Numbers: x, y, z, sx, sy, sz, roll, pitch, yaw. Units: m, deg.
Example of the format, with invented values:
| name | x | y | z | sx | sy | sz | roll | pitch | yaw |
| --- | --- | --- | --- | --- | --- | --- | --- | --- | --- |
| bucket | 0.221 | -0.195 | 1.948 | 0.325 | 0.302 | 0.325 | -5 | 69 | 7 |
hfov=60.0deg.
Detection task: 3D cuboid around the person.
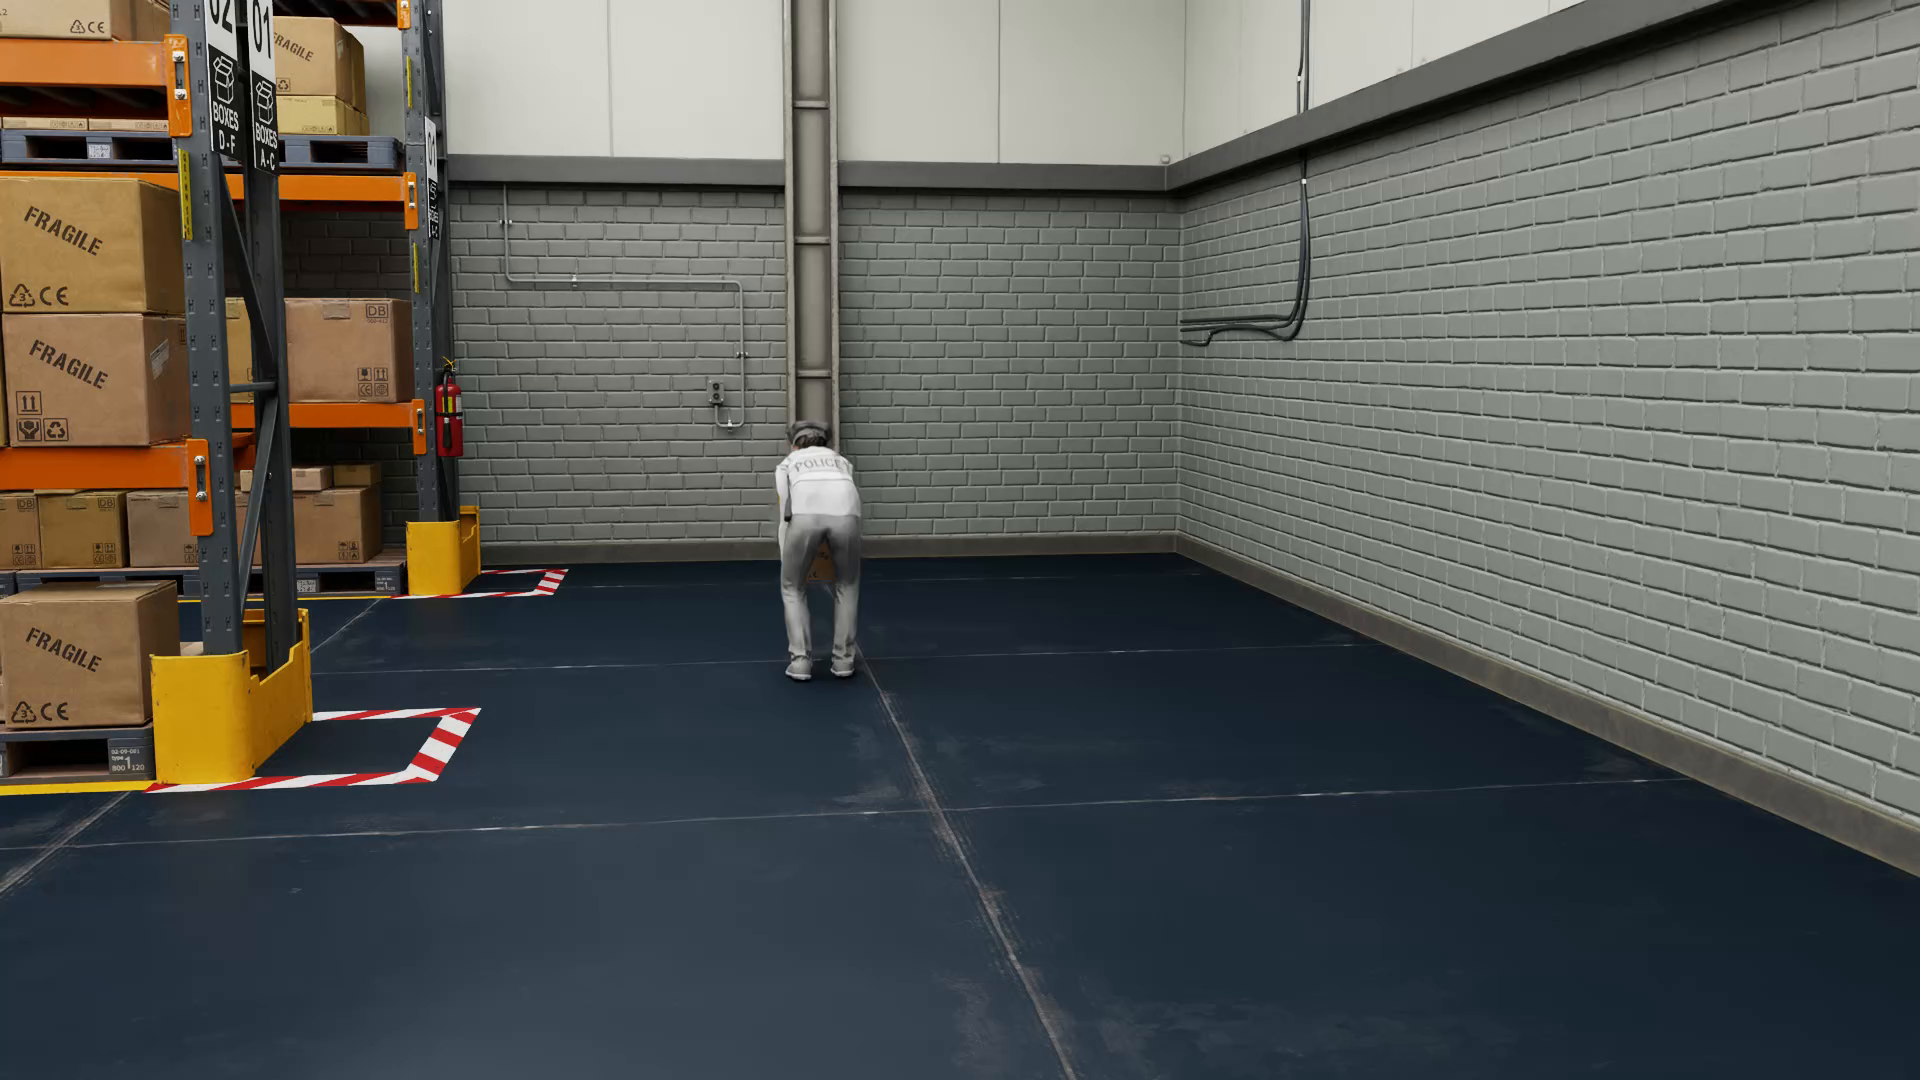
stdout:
| name | x | y | z | sx | sy | sz | roll | pitch | yaw |
| --- | --- | --- | --- | --- | --- | --- | --- | --- | --- |
| person | -0.740 | 0.039 | 8.627 | 0.411 | 1.295 | 0.879 | -1 | 7 | -11 |
